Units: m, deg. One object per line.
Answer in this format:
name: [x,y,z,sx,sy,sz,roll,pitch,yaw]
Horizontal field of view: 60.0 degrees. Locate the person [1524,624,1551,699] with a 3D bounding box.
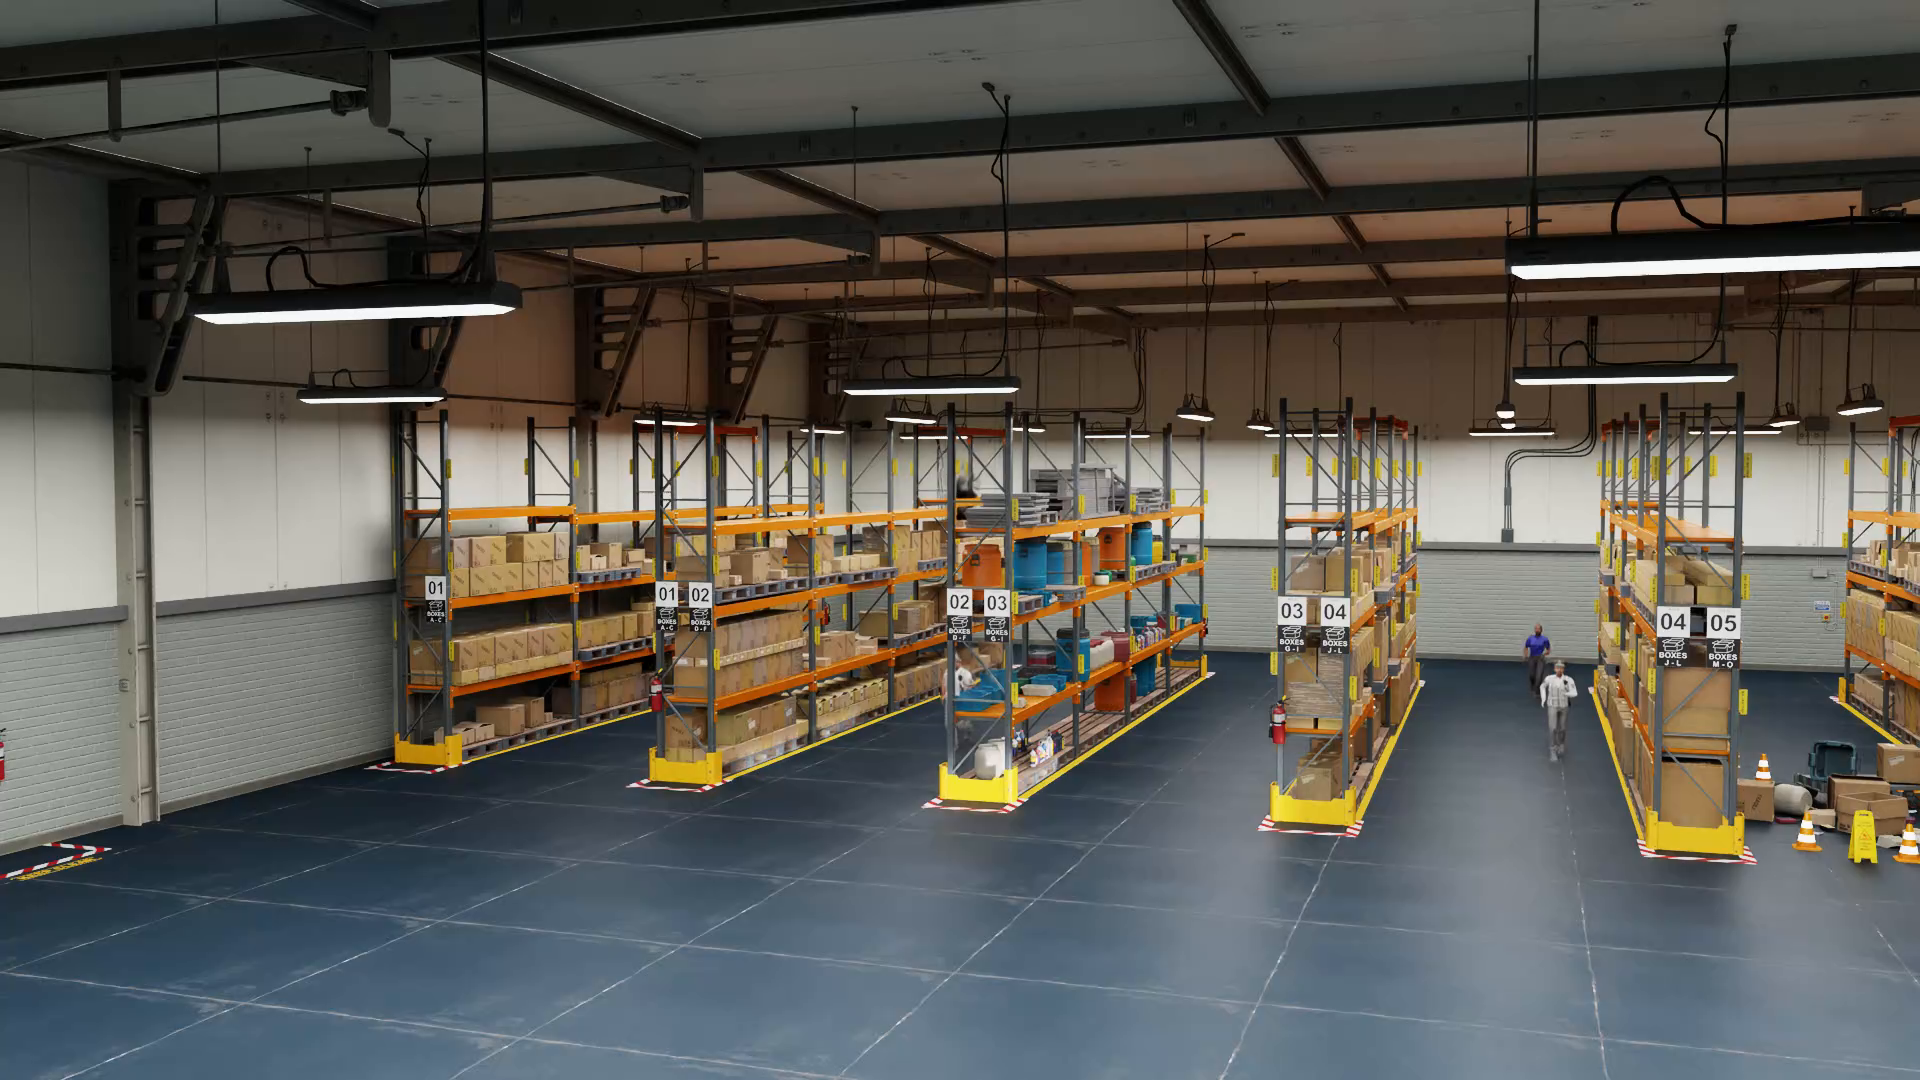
person: [12.595,2.651,36.303,0.576,1.616,0.561,1,3,24]

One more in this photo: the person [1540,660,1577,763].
person: [10.313,2.913,28.653,0.596,1.728,0.844,1,3,17]

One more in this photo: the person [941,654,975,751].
person: [-0.044,2.874,29.623,0.646,1.745,0.726,1,3,21]
